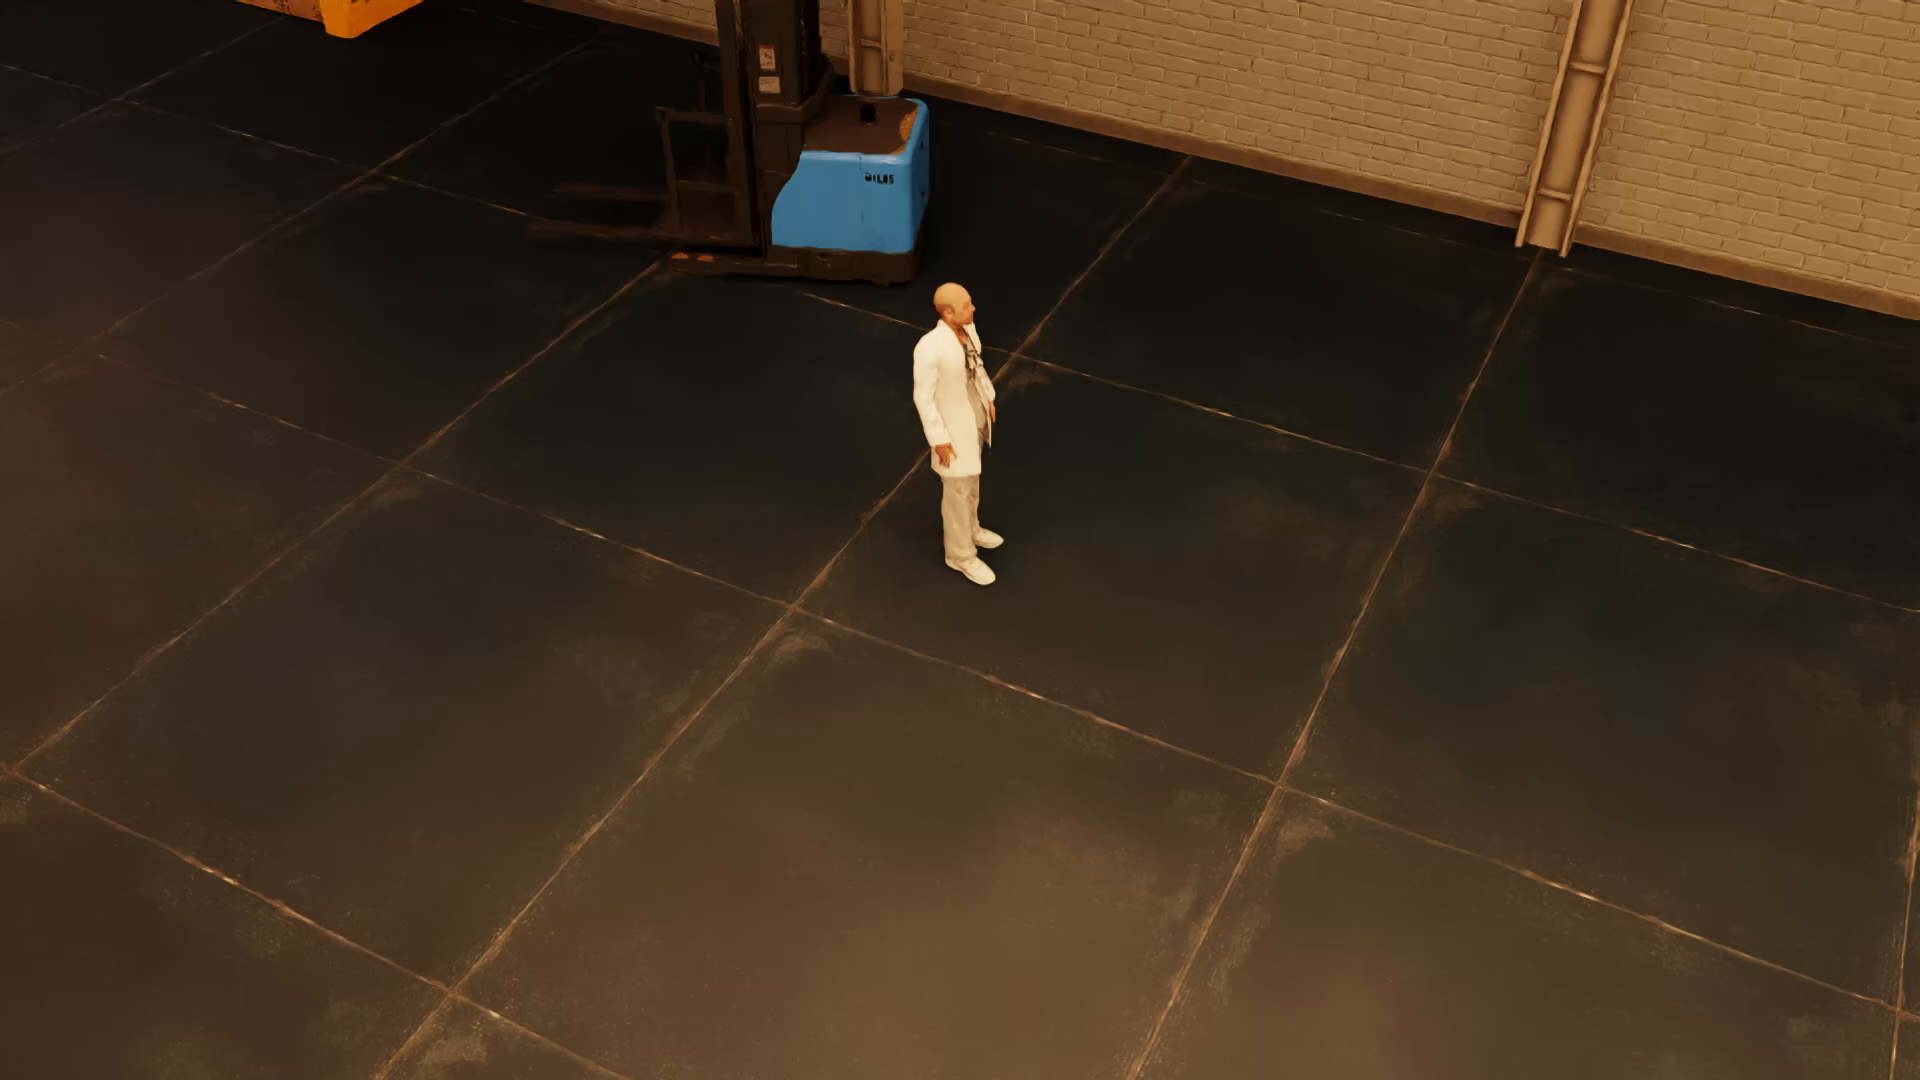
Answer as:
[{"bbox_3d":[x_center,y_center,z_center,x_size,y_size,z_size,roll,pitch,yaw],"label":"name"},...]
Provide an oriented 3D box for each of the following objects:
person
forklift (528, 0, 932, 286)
[{"bbox_3d":[0.079,-0.656,9.649,0.579,1.776,0.694,18,43,21],"label":"person"},{"bbox_3d":[-1.781,-3.449,12.081,3.031,2.935,1.130,5,40,6],"label":"forklift"}]
